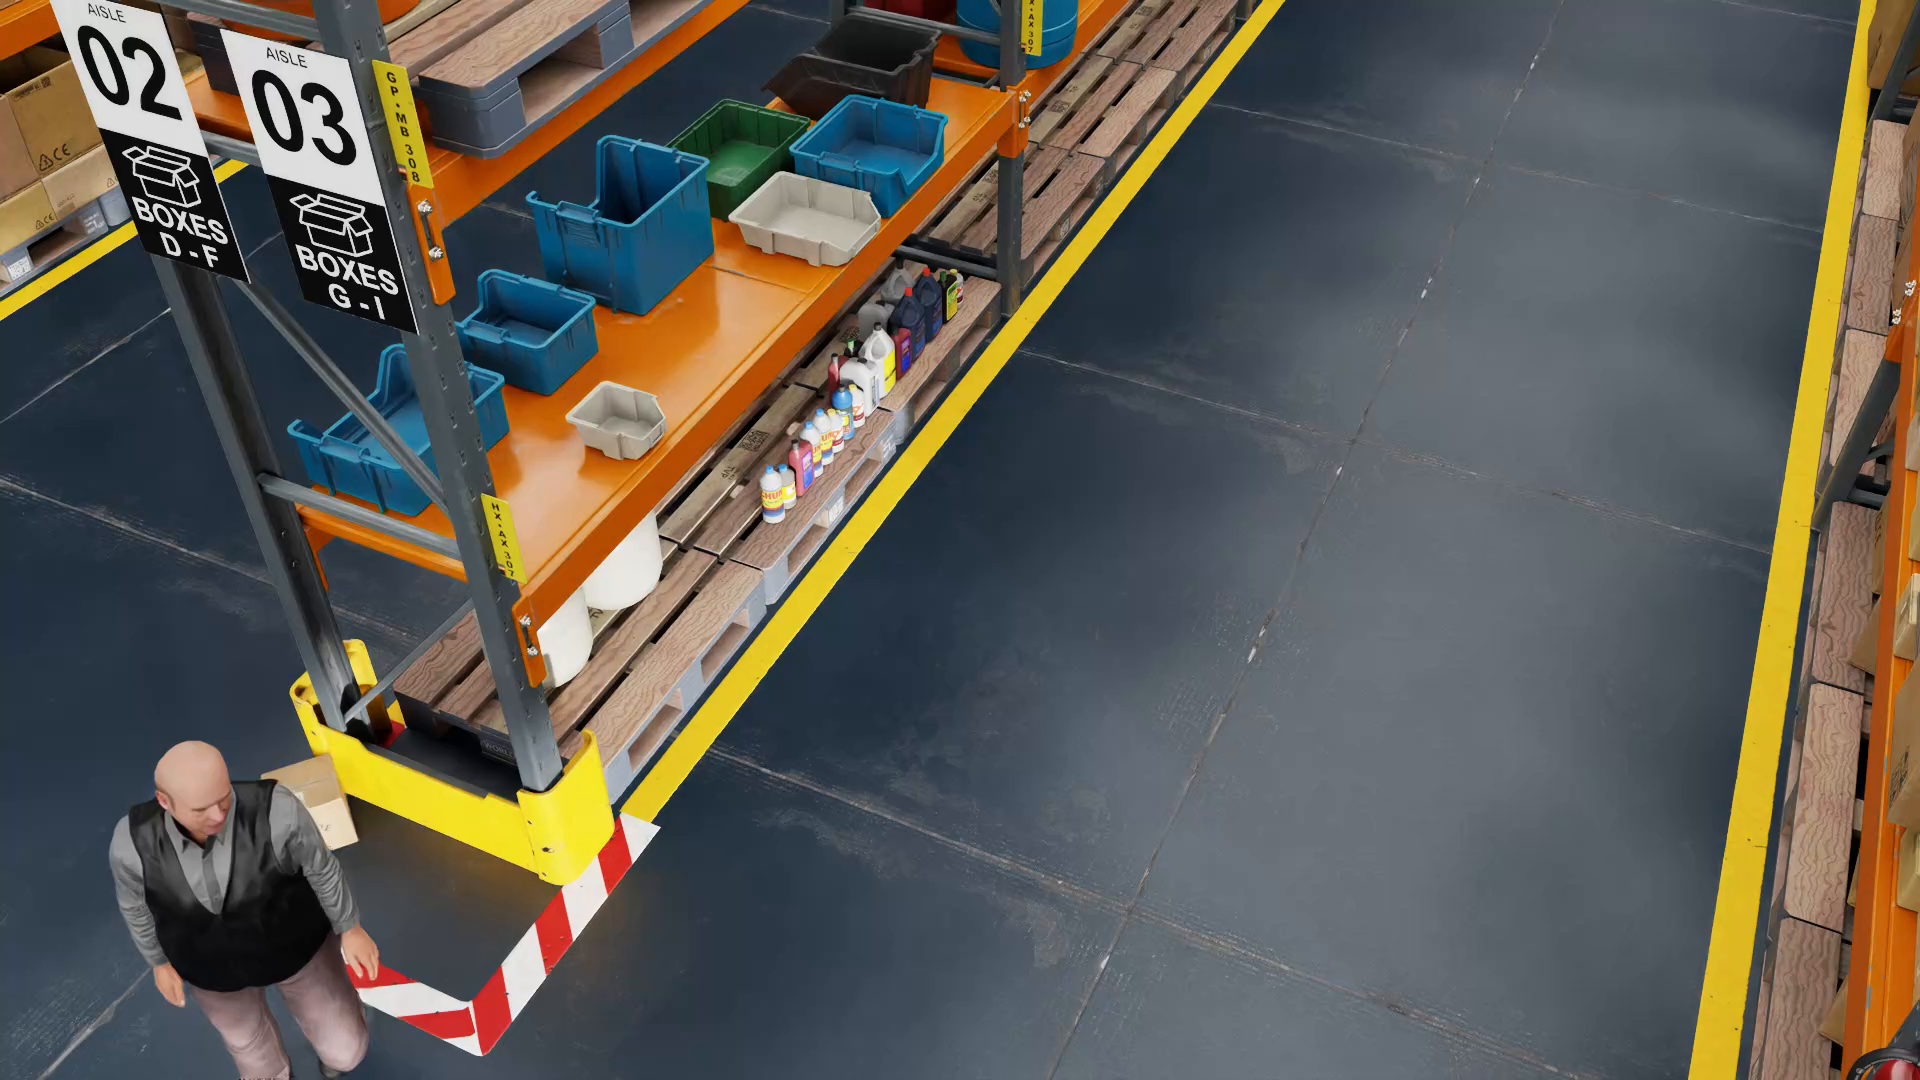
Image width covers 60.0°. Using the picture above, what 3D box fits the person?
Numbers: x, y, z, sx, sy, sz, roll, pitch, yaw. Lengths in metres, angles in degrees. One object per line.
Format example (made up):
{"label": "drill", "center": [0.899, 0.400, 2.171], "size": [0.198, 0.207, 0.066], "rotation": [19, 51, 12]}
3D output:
{"label": "person", "center": [-2.035, 1.165, 4.849], "size": [0.617, 1.708, 0.483], "rotation": [-9, 43, -10]}
